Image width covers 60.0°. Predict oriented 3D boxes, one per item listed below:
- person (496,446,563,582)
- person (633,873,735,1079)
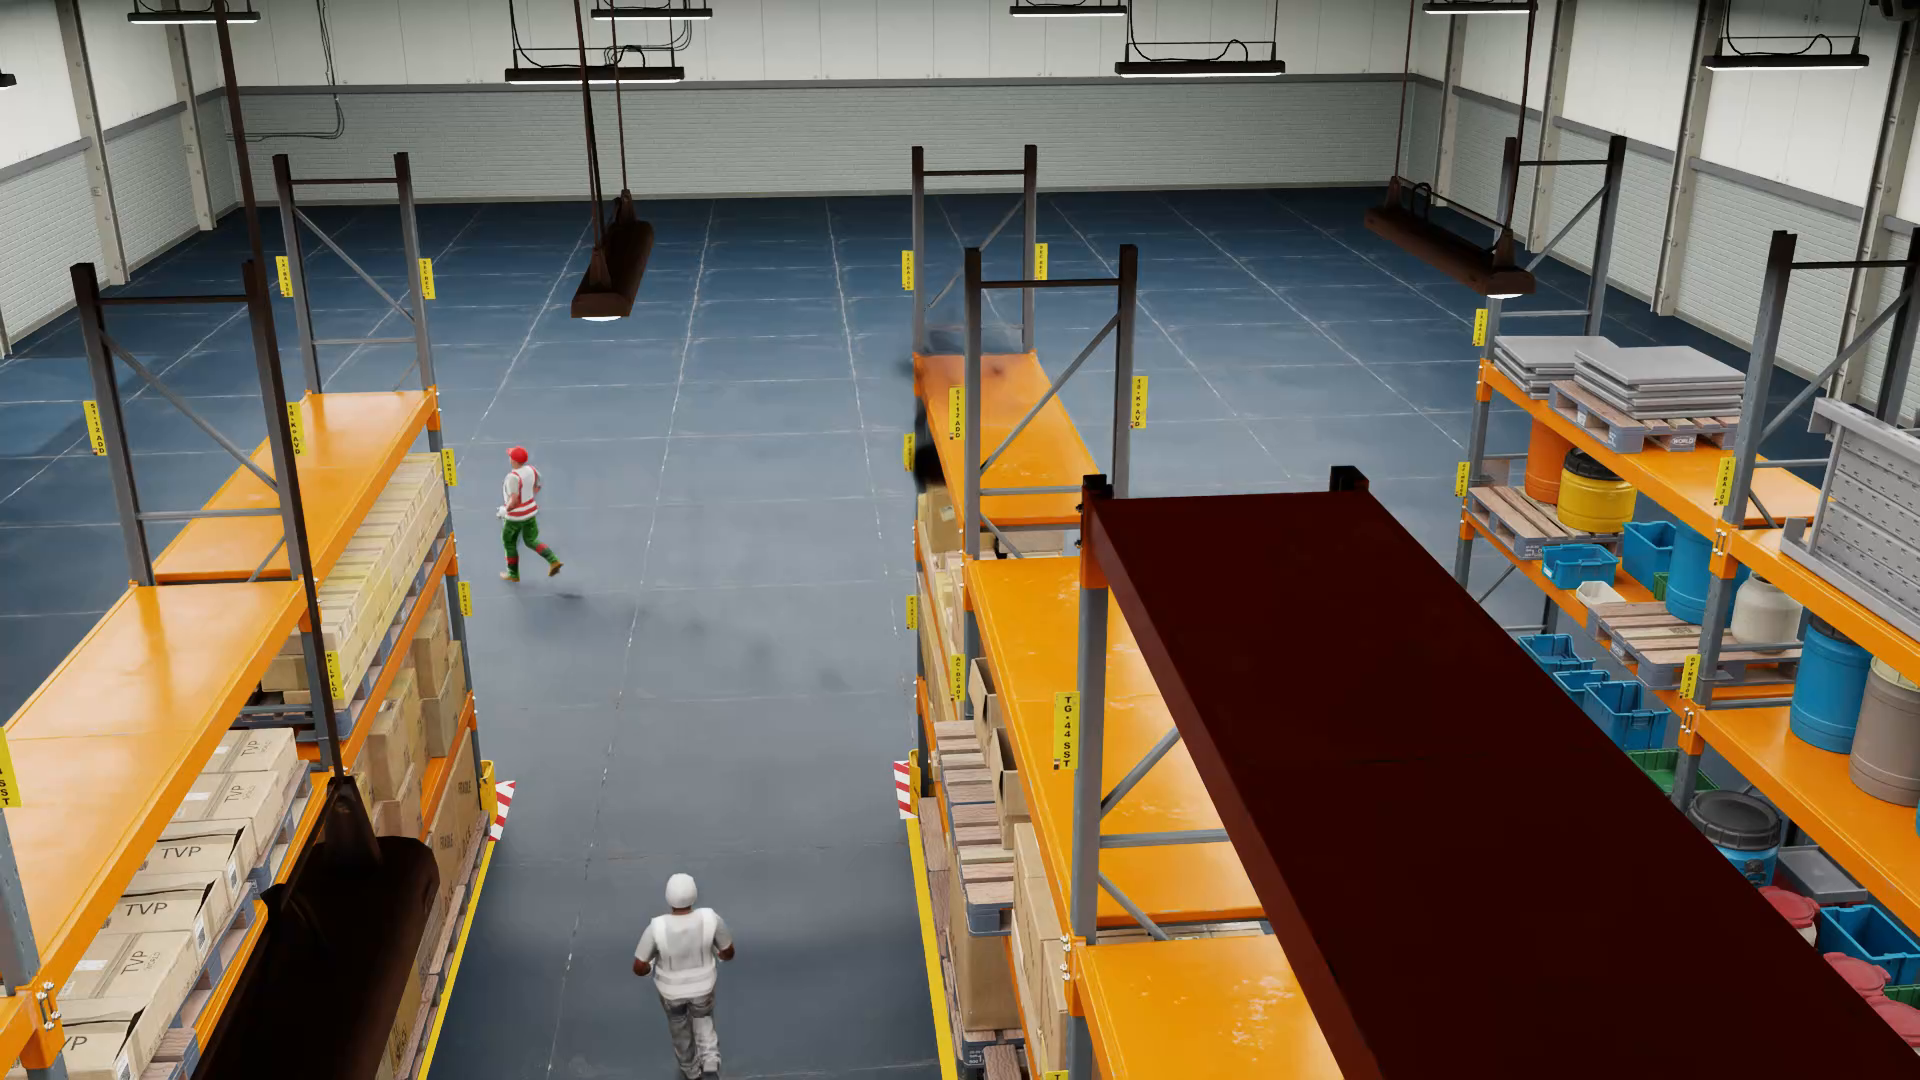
[{"bbox_3d":[-5.244,-0.296,19.991,0.908,1.764,0.649,11,24,26],"label":"person"},{"bbox_3d":[-1.900,3.085,11.518,0.693,1.743,0.717,-6,22,-14],"label":"person"}]
